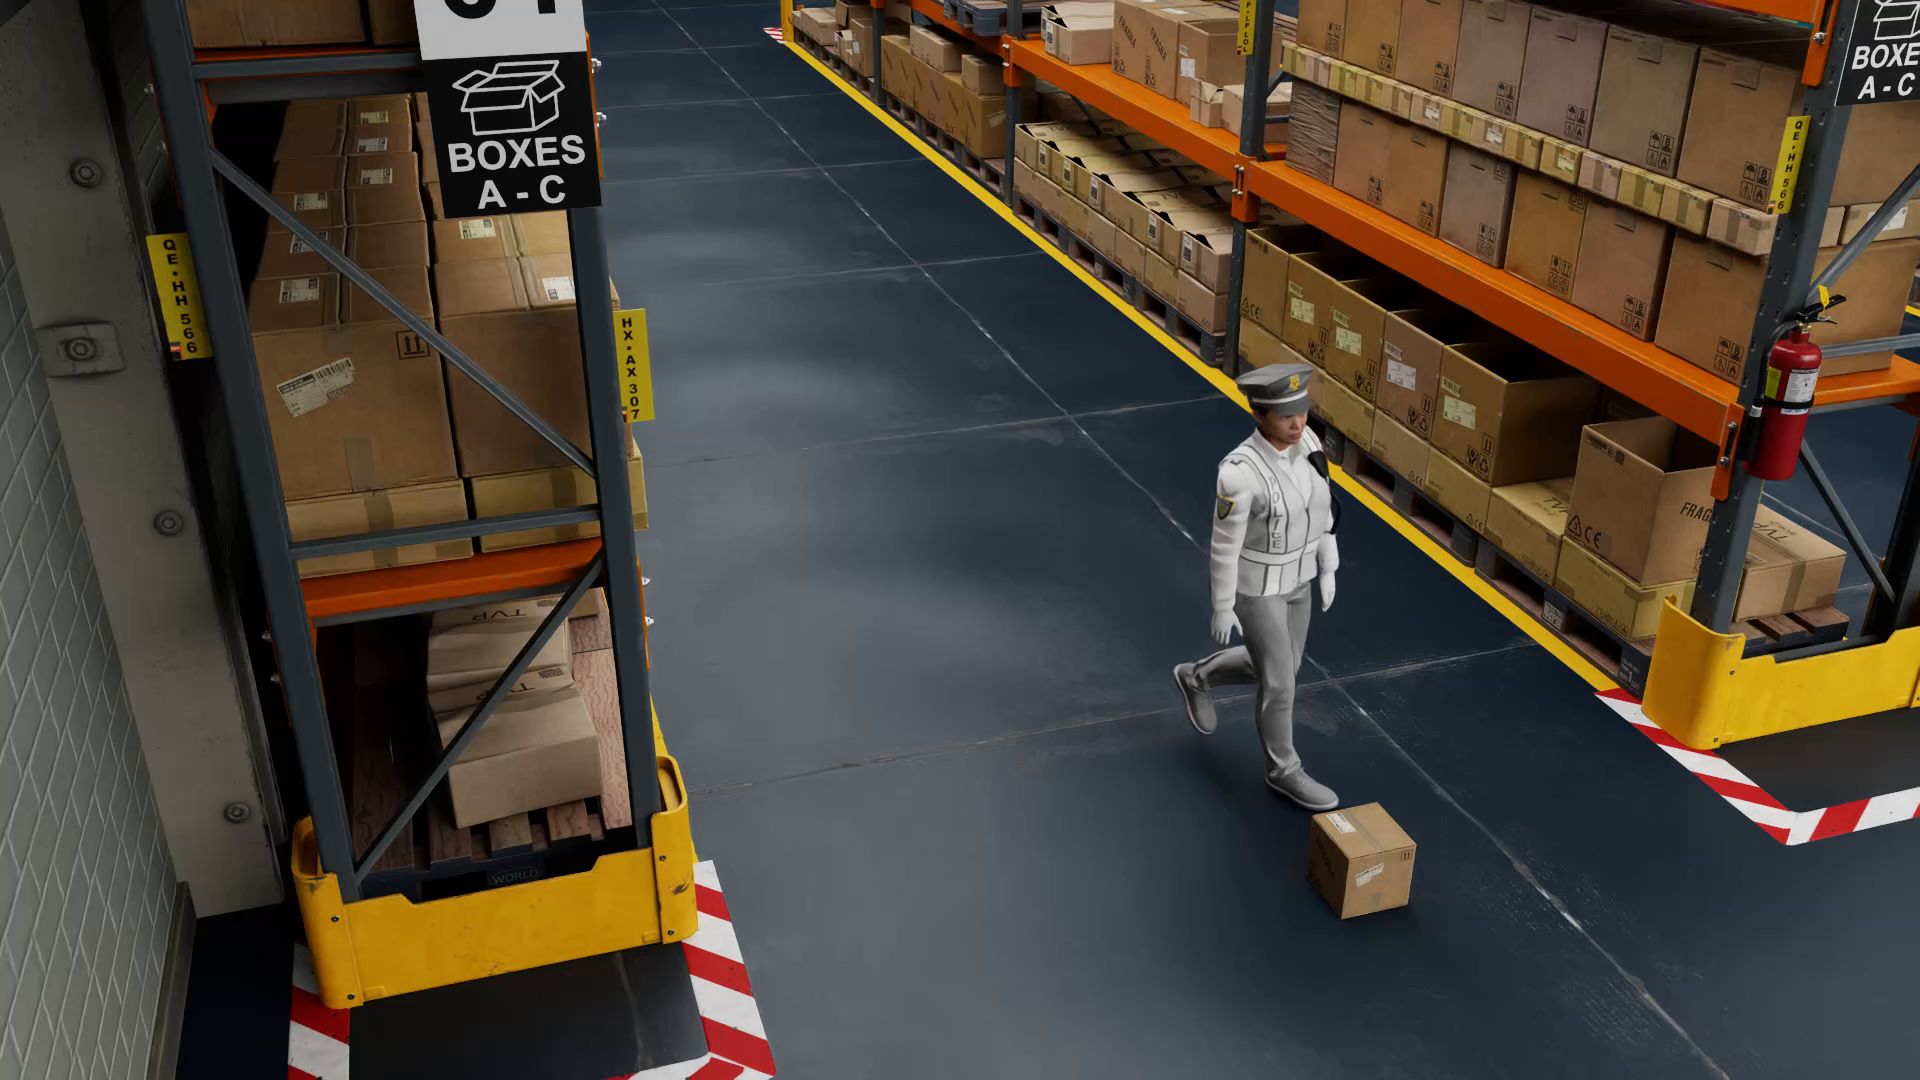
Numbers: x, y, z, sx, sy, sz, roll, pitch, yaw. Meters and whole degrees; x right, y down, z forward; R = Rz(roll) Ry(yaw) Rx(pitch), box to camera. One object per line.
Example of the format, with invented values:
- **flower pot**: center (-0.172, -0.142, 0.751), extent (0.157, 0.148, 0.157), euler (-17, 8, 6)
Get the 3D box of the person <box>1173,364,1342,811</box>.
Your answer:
- **person**: center (1.039, 0.134, 5.819), extent (0.762, 1.657, 0.501), euler (24, 35, 39)
